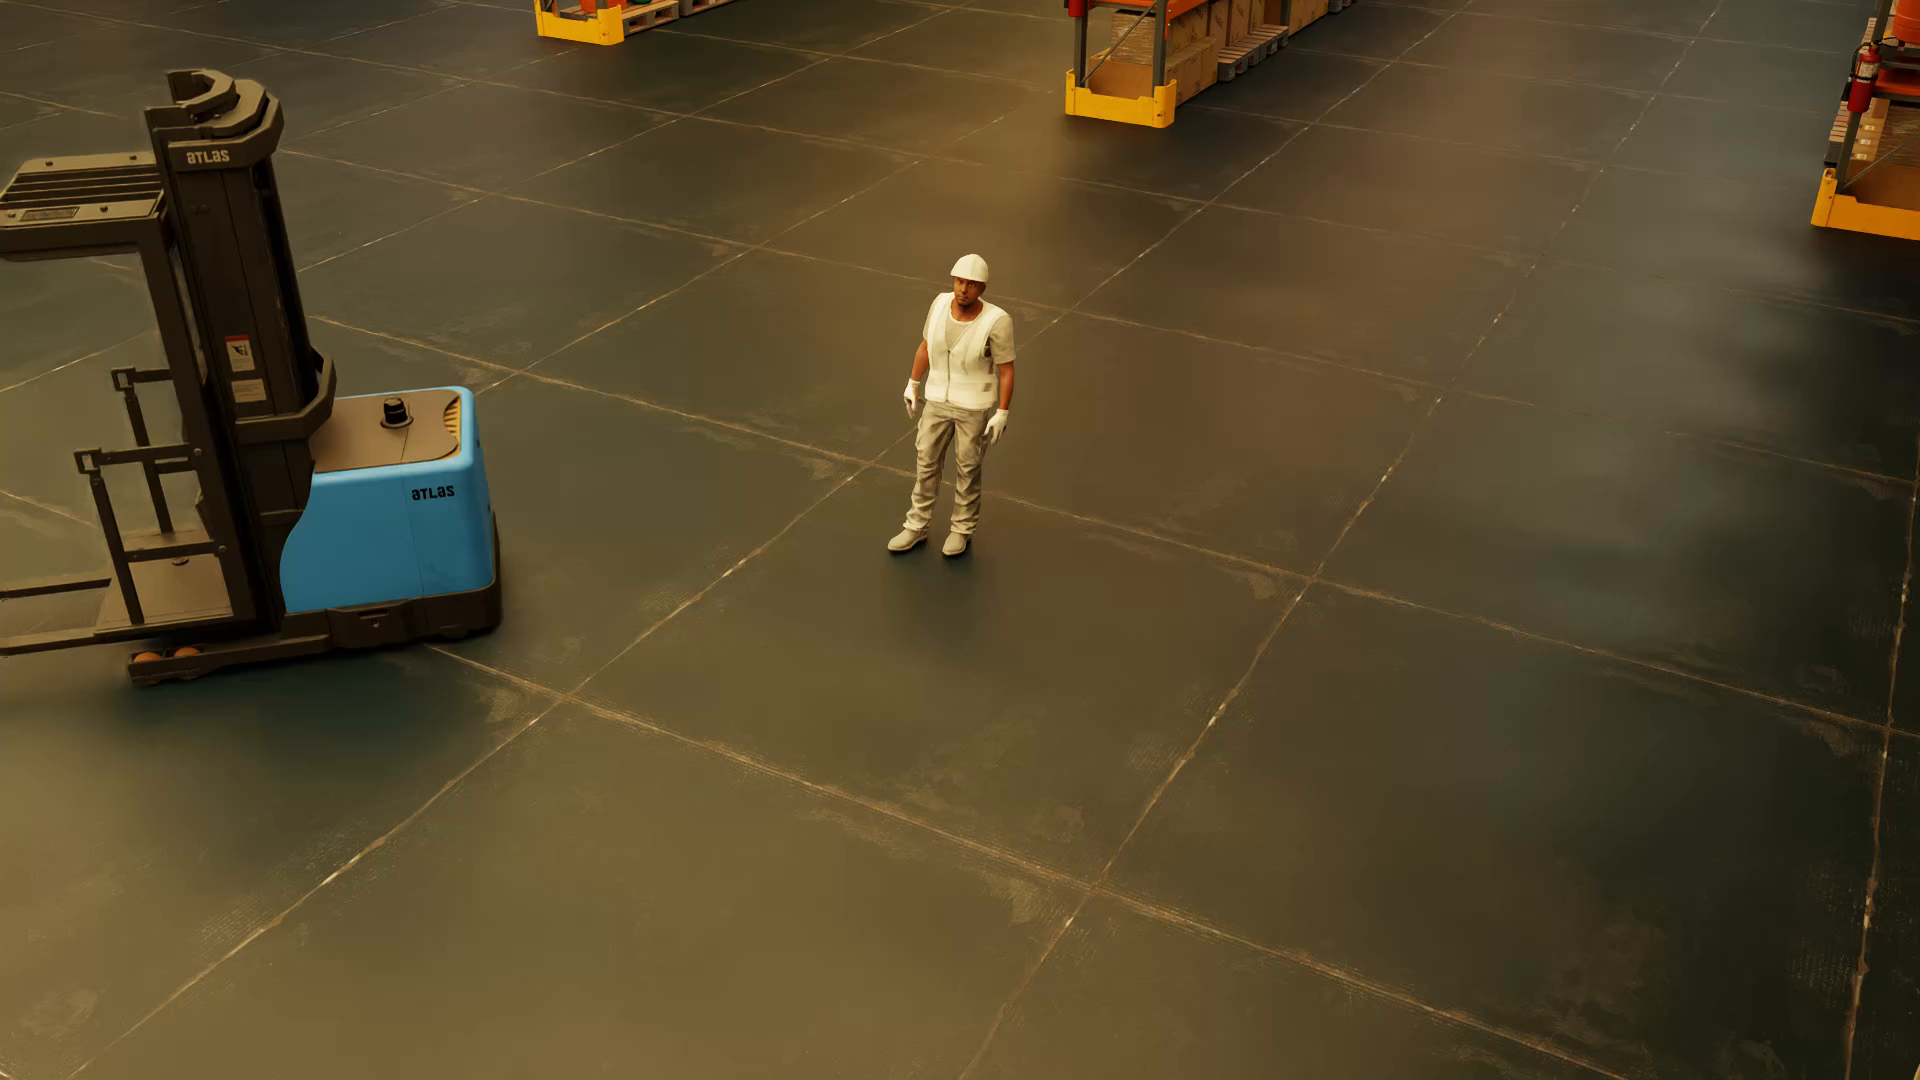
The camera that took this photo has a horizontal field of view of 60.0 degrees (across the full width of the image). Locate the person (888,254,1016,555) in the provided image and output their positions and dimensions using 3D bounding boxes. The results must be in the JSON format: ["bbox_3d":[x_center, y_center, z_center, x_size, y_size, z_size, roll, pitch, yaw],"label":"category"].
[{"bbox_3d":[-0.042,-0.748,9.502,0.656,1.784,0.575,15,33,25],"label":"person"}]

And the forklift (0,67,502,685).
[{"bbox_3d":[-4.090,-0.805,8.465,3.031,2.935,1.130,-7,31,-12],"label":"forklift"}]
